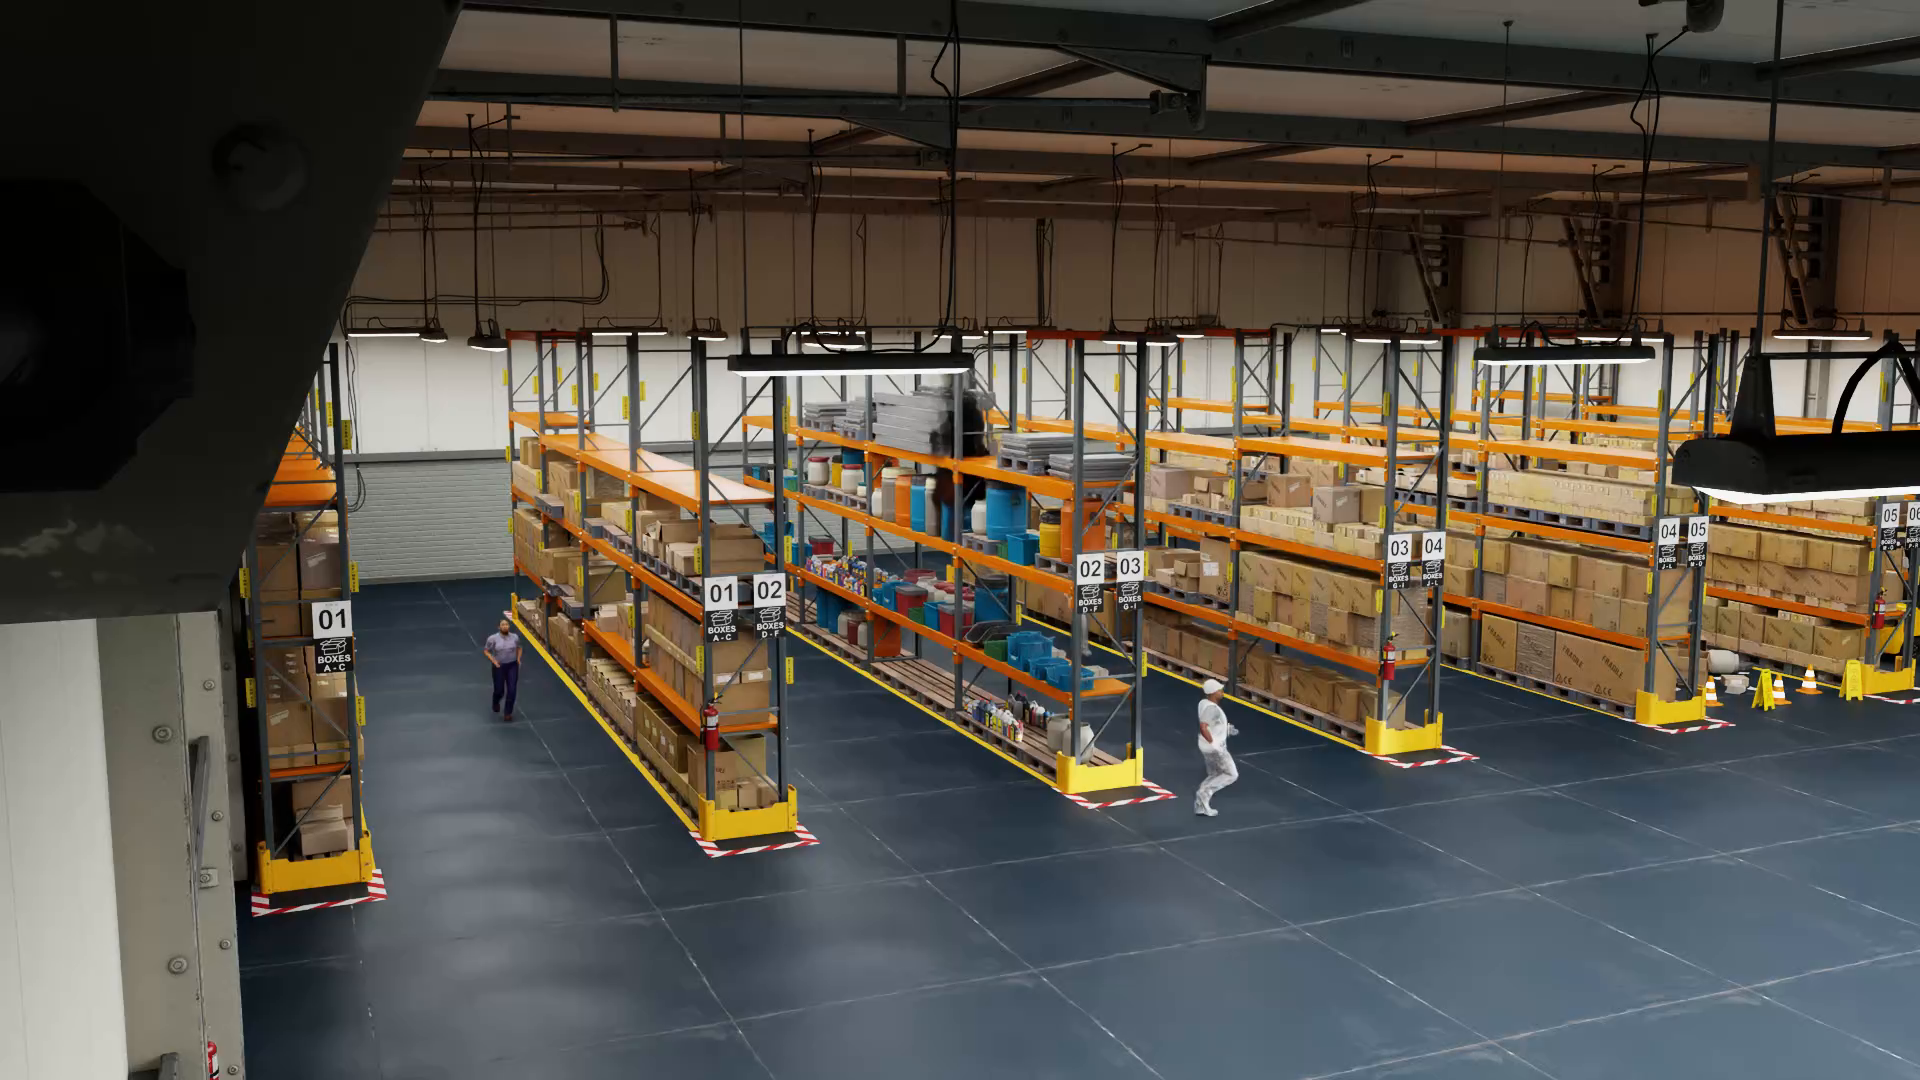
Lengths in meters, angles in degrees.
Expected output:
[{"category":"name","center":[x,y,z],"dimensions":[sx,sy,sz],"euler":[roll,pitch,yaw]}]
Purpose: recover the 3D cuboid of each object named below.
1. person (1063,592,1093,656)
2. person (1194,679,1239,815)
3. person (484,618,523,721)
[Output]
[{"category":"person","center":[2.202,1.233,29.946],"dimensions":[0.663,1.775,0.924],"euler":[-3,8,-20]},{"category":"person","center":[3.248,2.620,21.000],"dimensions":[0.590,1.744,0.680],"euler":[-1,8,-4]},{"category":"person","center":[-7.128,2.017,26.038],"dimensions":[0.595,1.583,0.561],"euler":[-4,9,-28]}]
